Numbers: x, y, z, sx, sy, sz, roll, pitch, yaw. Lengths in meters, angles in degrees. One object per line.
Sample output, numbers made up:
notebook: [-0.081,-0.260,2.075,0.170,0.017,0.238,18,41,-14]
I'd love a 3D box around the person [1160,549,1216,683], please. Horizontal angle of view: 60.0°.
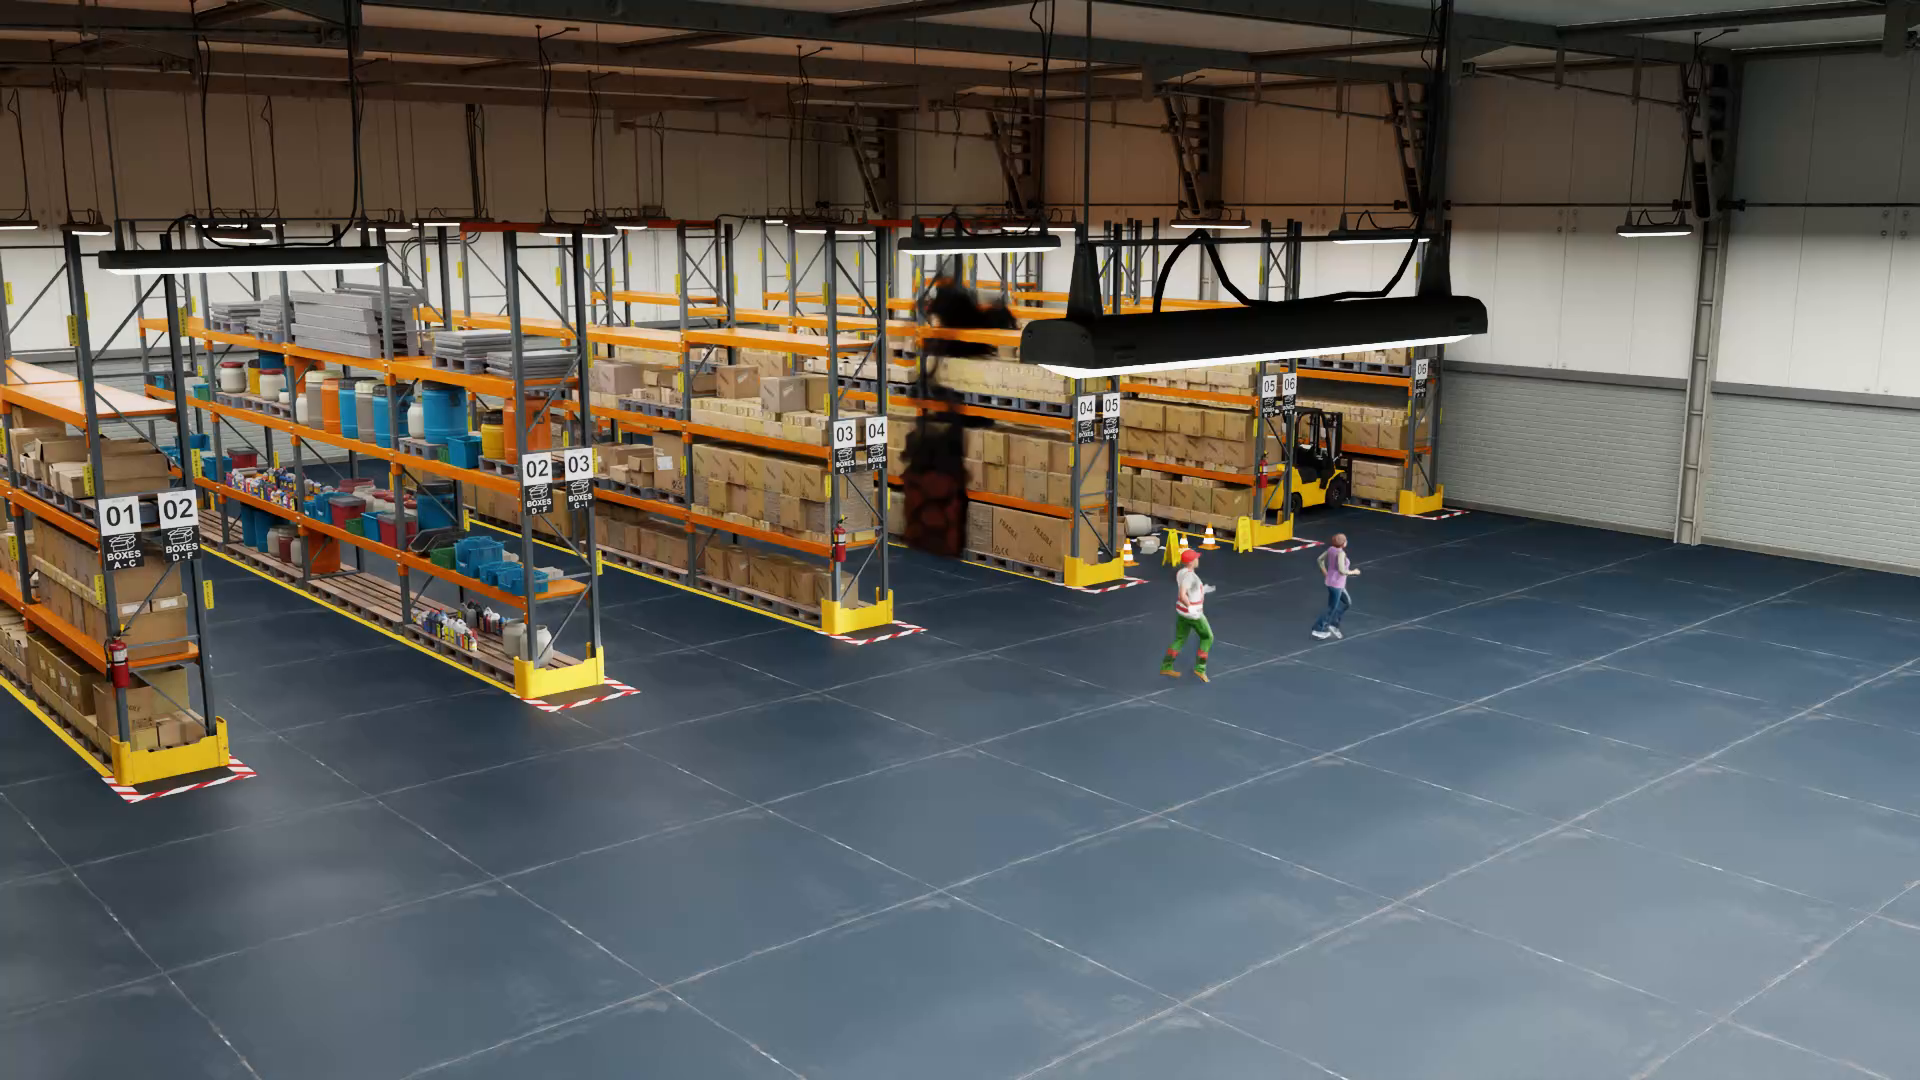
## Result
person: [3.081,1.029,22.256,0.774,1.845,0.643,-4,12,-18]

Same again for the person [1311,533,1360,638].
person: [5.529,0.690,24.434,0.675,1.611,0.525,0,11,0]
